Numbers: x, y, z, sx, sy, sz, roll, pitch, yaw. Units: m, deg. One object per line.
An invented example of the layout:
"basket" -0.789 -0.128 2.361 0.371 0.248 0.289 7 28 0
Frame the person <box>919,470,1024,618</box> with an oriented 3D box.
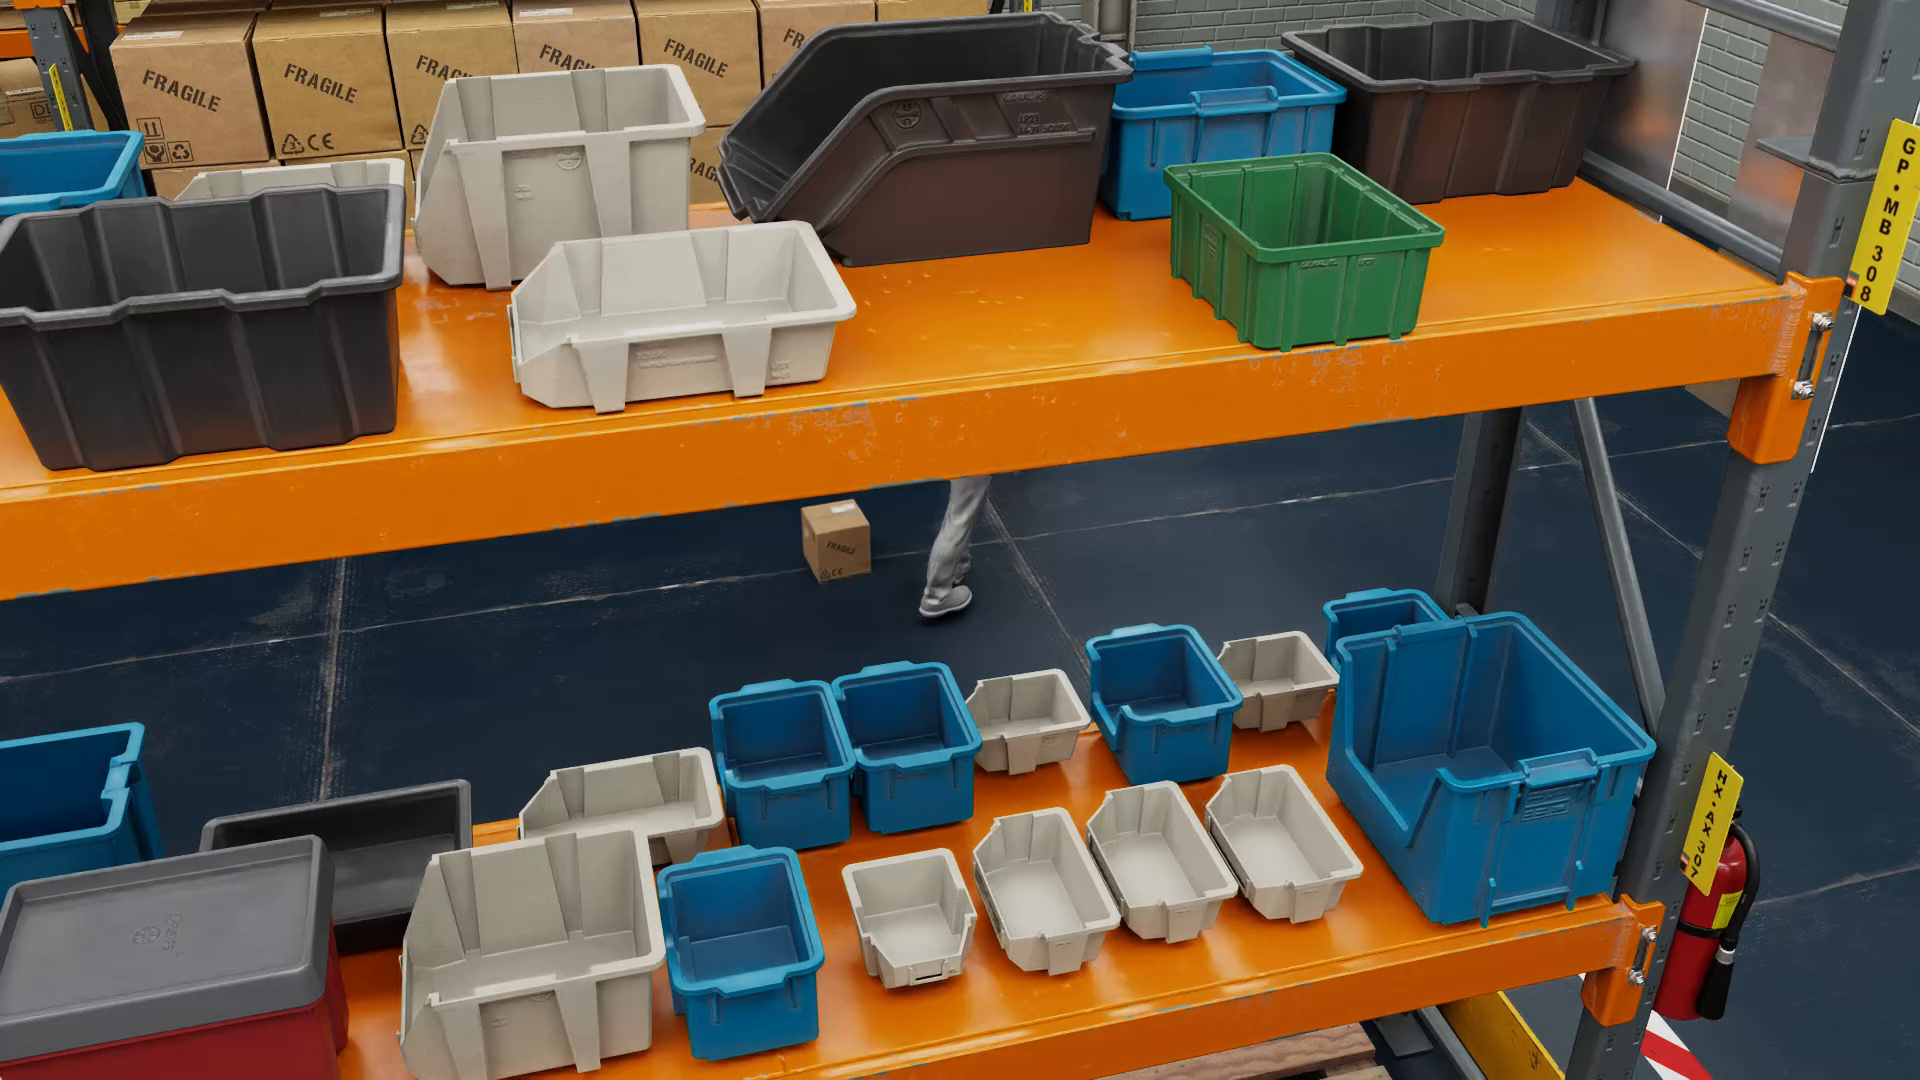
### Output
"person" 0.009 -0.437 6.883 0.491 1.719 0.580 -20 36 -30
